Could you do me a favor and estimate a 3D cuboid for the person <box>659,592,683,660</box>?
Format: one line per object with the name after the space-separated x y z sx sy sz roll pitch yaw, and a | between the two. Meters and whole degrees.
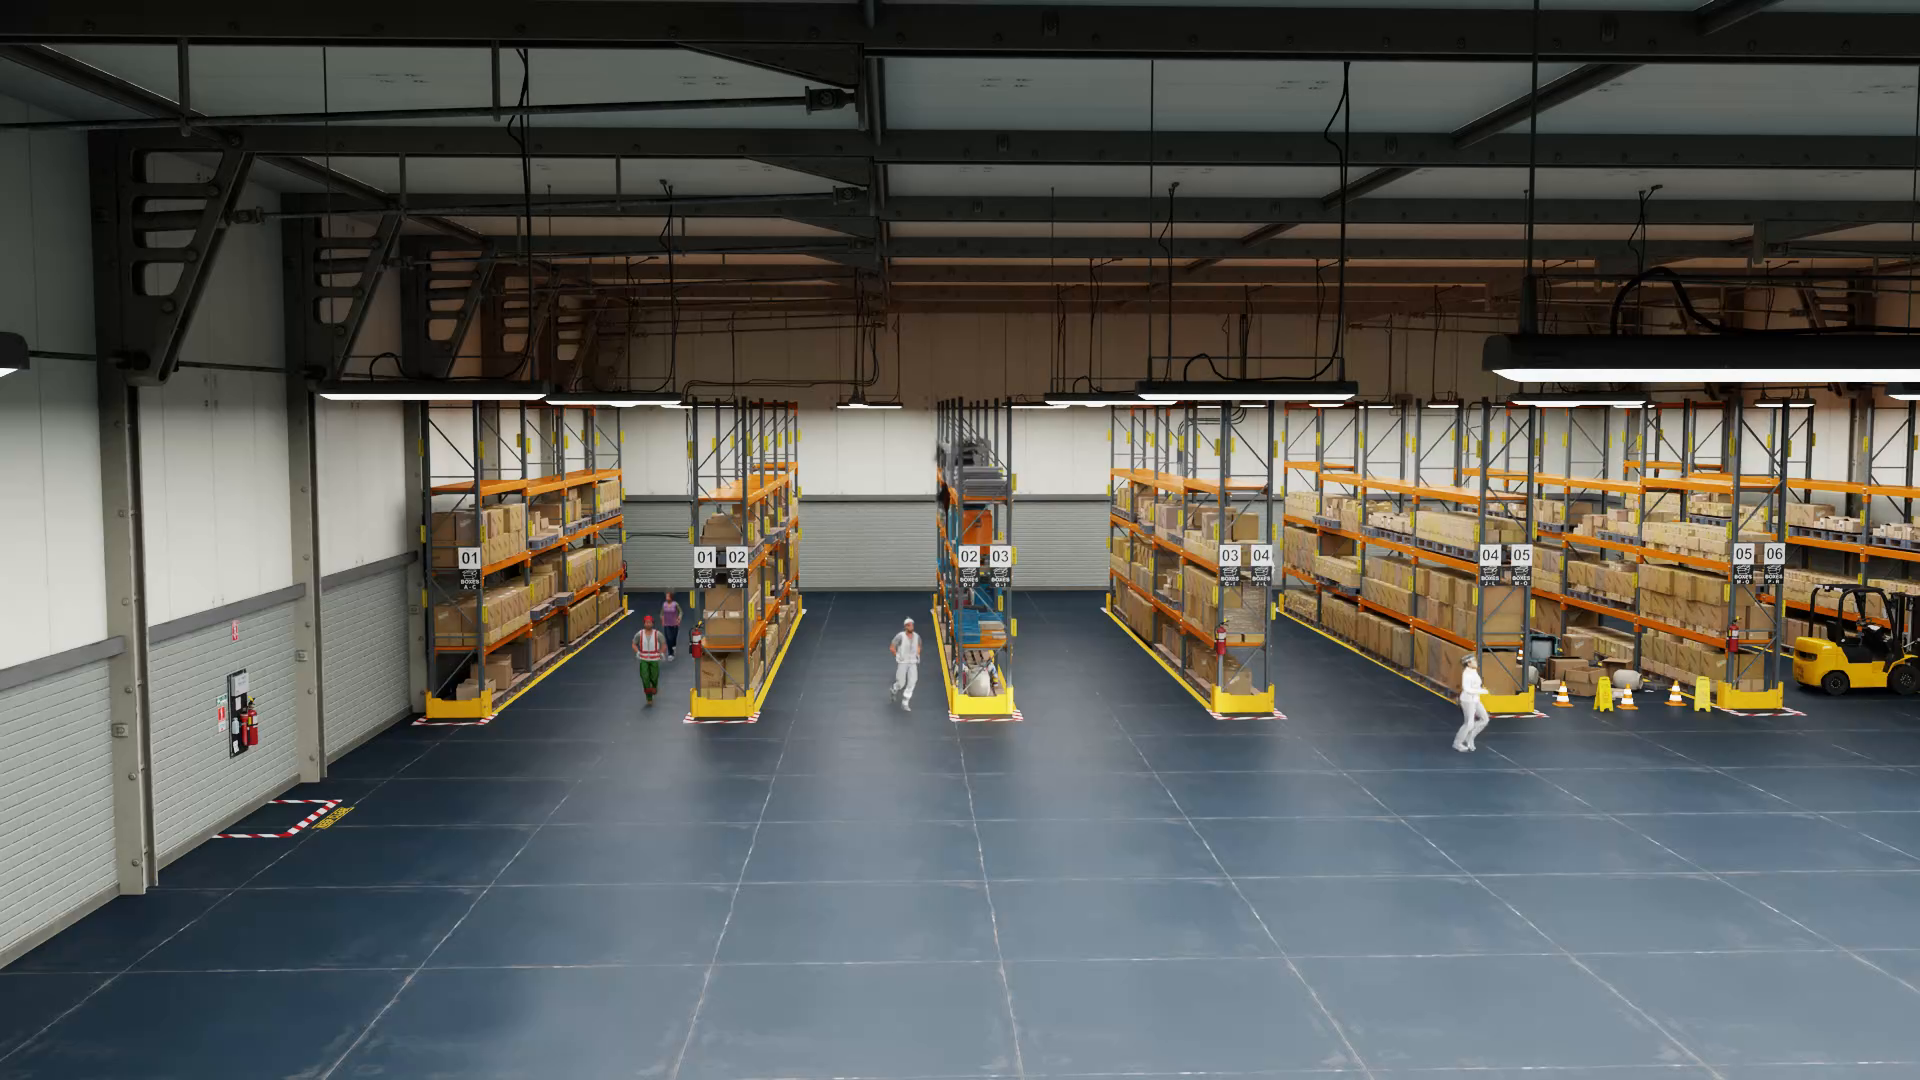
-6.681 2.029 38.464 0.537 1.478 0.506 0 4 0 | person

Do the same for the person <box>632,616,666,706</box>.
-6.092 2.346 32.560 0.656 1.744 0.615 -1 4 -8 | person

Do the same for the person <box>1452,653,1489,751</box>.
8.589 2.720 27.899 0.584 1.684 0.676 3 5 32 | person

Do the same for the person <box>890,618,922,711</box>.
-1.030 2.379 32.093 0.676 1.755 0.736 -2 5 -22 | person
